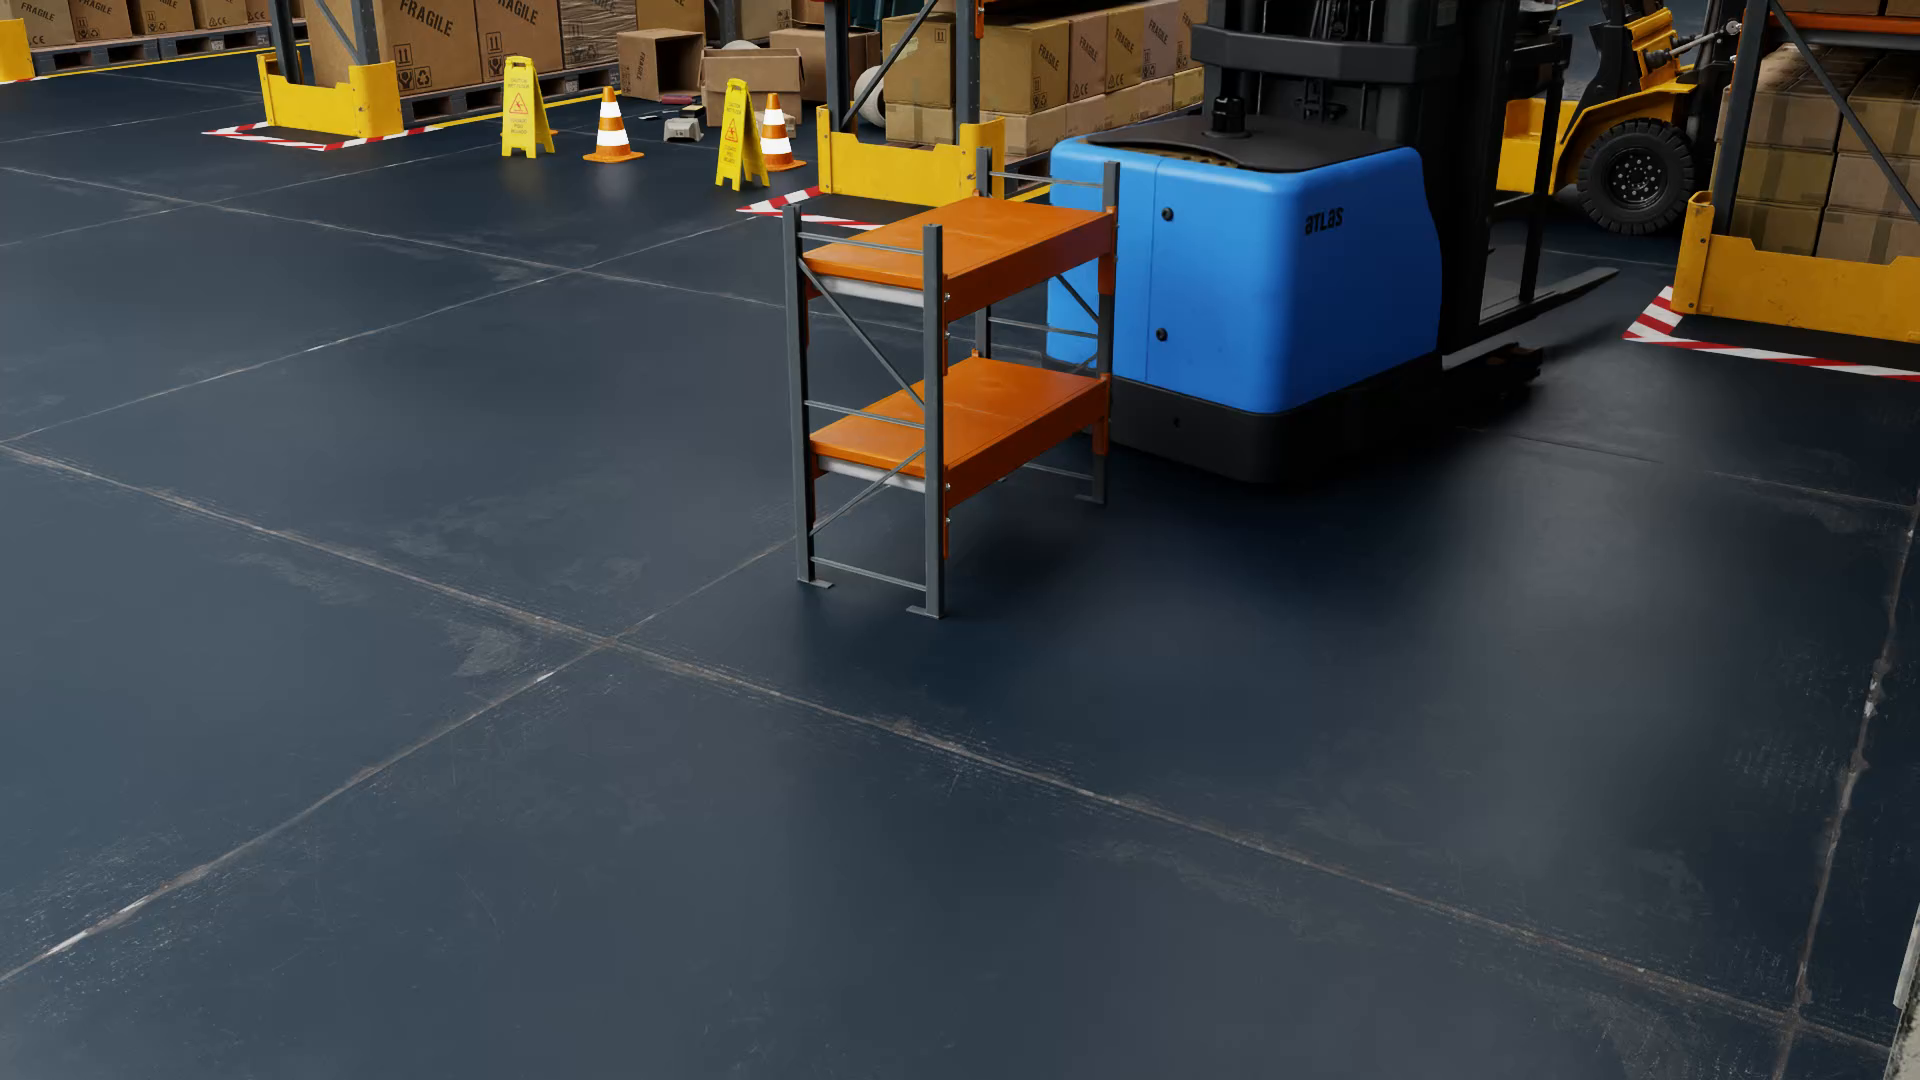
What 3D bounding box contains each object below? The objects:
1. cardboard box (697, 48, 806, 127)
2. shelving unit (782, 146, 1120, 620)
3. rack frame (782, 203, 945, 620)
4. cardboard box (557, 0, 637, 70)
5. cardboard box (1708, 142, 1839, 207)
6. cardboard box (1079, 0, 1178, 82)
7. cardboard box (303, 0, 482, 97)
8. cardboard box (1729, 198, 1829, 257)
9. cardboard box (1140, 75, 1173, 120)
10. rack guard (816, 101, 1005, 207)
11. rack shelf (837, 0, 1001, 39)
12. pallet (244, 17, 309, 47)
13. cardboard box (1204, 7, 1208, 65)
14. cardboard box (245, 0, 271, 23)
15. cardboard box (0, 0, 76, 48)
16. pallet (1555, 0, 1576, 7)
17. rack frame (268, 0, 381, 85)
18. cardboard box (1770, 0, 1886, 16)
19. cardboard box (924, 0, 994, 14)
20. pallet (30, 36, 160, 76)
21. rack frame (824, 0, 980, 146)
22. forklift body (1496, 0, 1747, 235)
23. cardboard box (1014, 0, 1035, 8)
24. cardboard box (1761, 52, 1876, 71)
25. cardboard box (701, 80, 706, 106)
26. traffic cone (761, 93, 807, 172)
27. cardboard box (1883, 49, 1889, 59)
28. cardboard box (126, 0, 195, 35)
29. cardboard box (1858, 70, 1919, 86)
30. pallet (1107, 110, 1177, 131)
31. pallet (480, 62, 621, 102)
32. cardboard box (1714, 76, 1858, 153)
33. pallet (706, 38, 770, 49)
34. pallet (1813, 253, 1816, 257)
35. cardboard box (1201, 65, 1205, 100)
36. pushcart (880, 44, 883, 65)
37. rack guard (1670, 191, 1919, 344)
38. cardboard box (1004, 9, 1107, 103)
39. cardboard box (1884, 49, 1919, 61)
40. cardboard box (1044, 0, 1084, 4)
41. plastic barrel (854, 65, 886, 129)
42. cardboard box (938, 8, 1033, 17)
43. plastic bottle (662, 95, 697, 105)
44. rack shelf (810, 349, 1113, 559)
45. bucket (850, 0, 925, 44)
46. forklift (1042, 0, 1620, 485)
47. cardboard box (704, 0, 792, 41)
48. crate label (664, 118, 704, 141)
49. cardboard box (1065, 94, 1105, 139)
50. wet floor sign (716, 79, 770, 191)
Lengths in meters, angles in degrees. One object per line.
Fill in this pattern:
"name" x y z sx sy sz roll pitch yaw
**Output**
"cardboard box" -1.566 -3.399 12.469 0.797 0.503 0.637 -3 24 -7
"shelving unit" 0.004 -0.518 5.032 0.538 1.125 1.048 14 27 29
"rack frame" -0.265 -0.347 4.635 0.500 1.125 0.032 14 27 29
"cardboard box" -3.353 -4.490 13.992 0.875 0.875 0.875 14 27 29
"cardboard box" 3.869 -1.773 7.872 0.500 0.250 0.500 13 27 28
"cardboard box" 1.150 -3.446 11.424 0.500 0.500 0.500 15 28 32
"cardboard box" -4.298 -3.885 12.595 0.875 0.875 0.875 14 27 29
"cardboard box" 3.857 -1.538 7.960 0.500 0.250 0.500 14 27 29
"cardboard box" 1.141 -3.094 11.554 0.500 0.250 0.500 14 27 30
"rack guard" -0.301 -2.300 9.934 1.175 0.500 0.348 14 27 29
"rack shelf" 0.714 -3.766 11.080 1.077 0.370 4.000 14 27 29
"pallet" -6.975 -5.335 17.307 1.003 0.211 1.213 14 27 29
"cardboard box" 1.685 -3.791 12.219 0.500 0.500 0.500 13 27 28
"cardboard box" -7.191 -5.572 16.964 0.500 0.500 0.500 -18 29 -36
"cardboard box" -8.417 -4.751 15.067 0.500 0.500 0.500 20 30 38
"pallet" 7.099 -6.846 20.798 1.003 0.211 1.213 14 27 29
"rack frame" -4.600 -4.425 11.695 1.000 3.000 0.127 14 27 29
"cardboard box" 3.914 -2.650 7.469 0.500 0.500 0.500 13 27 28
"cardboard box" -0.004 -3.457 10.633 0.380 0.149 0.250 15 27 30
"pallet" -8.262 -4.511 15.405 1.003 0.211 1.213 14 27 29
"rack frame" -0.341 -3.422 9.378 1.000 3.000 0.127 14 27 29
"forklift body" 3.328 -3.015 9.508 2.313 2.155 1.214 14 27 29
"cardboard box" 0.272 -3.630 11.032 0.380 0.149 0.250 15 28 31
"cardboard box" 4.378 -2.339 8.551 0.500 0.250 0.500 14 27 30
"cardboard box" -1.832 -3.554 13.126 0.396 0.266 0.258 20 30 38
"traffic cone" -1.210 -2.673 10.842 0.336 0.463 0.334 14 27 29
"cardboard box" 4.935 -2.684 9.348 0.500 0.250 0.500 15 28 31
"cardboard box" -7.784 -5.167 16.029 0.500 0.500 0.500 17 29 34
"cardboard box" 4.552 -2.064 7.917 0.500 0.250 0.500 14 27 29
"pallet" 0.802 -2.844 11.555 1.003 0.211 1.213 14 27 29
"pallet" -3.600 -3.841 13.858 1.003 0.211 1.213 14 27 29
"cardboard box" 3.856 -1.993 7.752 0.500 0.250 0.500 15 28 31
"pallet" -2.147 -4.771 16.006 1.003 0.211 1.213 14 27 29
"pallet" 4.245 -1.370 8.149 1.003 0.211 1.213 14 27 29
"cardboard box" 1.685 -3.447 12.368 0.500 0.250 0.500 15 28 31
"pushcart" -0.195 -4.029 14.082 1.648 0.377 0.936 5 24 11
"rack guard" 3.865 -1.227 7.456 1.175 0.500 0.348 14 27 29
"cardboard box" 0.603 -3.096 10.615 0.500 0.500 0.500 13 26 27
"cardboard box" 5.102 -2.402 8.698 0.500 0.250 0.500 13 27 28
"cardboard box" 0.681 -3.546 11.655 0.500 0.500 0.500 15 28 32
"plastic barrel" -0.538 -3.254 12.233 0.421 0.421 0.512 -7 24 -17
"cardboard box" 0.132 -3.199 10.851 0.500 0.500 0.500 15 28 31
"plastic bottle" -2.231 -3.520 13.305 0.283 0.061 0.133 5 24 11
"rack shelf" 0.004 -0.294 5.129 0.538 0.278 1.000 14 27 29
"bucket" -0.603 -4.441 13.940 0.620 0.611 0.726 -6 22 -39
"forklift" 1.685 -2.022 6.232 1.130 2.935 3.031 21 31 40
"cardboard box" -2.239 -5.164 15.705 1.050 0.750 0.750 14 27 29
"crate label" -1.971 -2.920 11.822 0.250 0.136 0.298 1 23 2
"cardboard box" 0.595 -2.737 10.730 0.500 0.250 0.500 15 28 31
"wet floor sign" -1.351 -2.501 10.216 0.232 0.644 0.267 -17 29 -35
